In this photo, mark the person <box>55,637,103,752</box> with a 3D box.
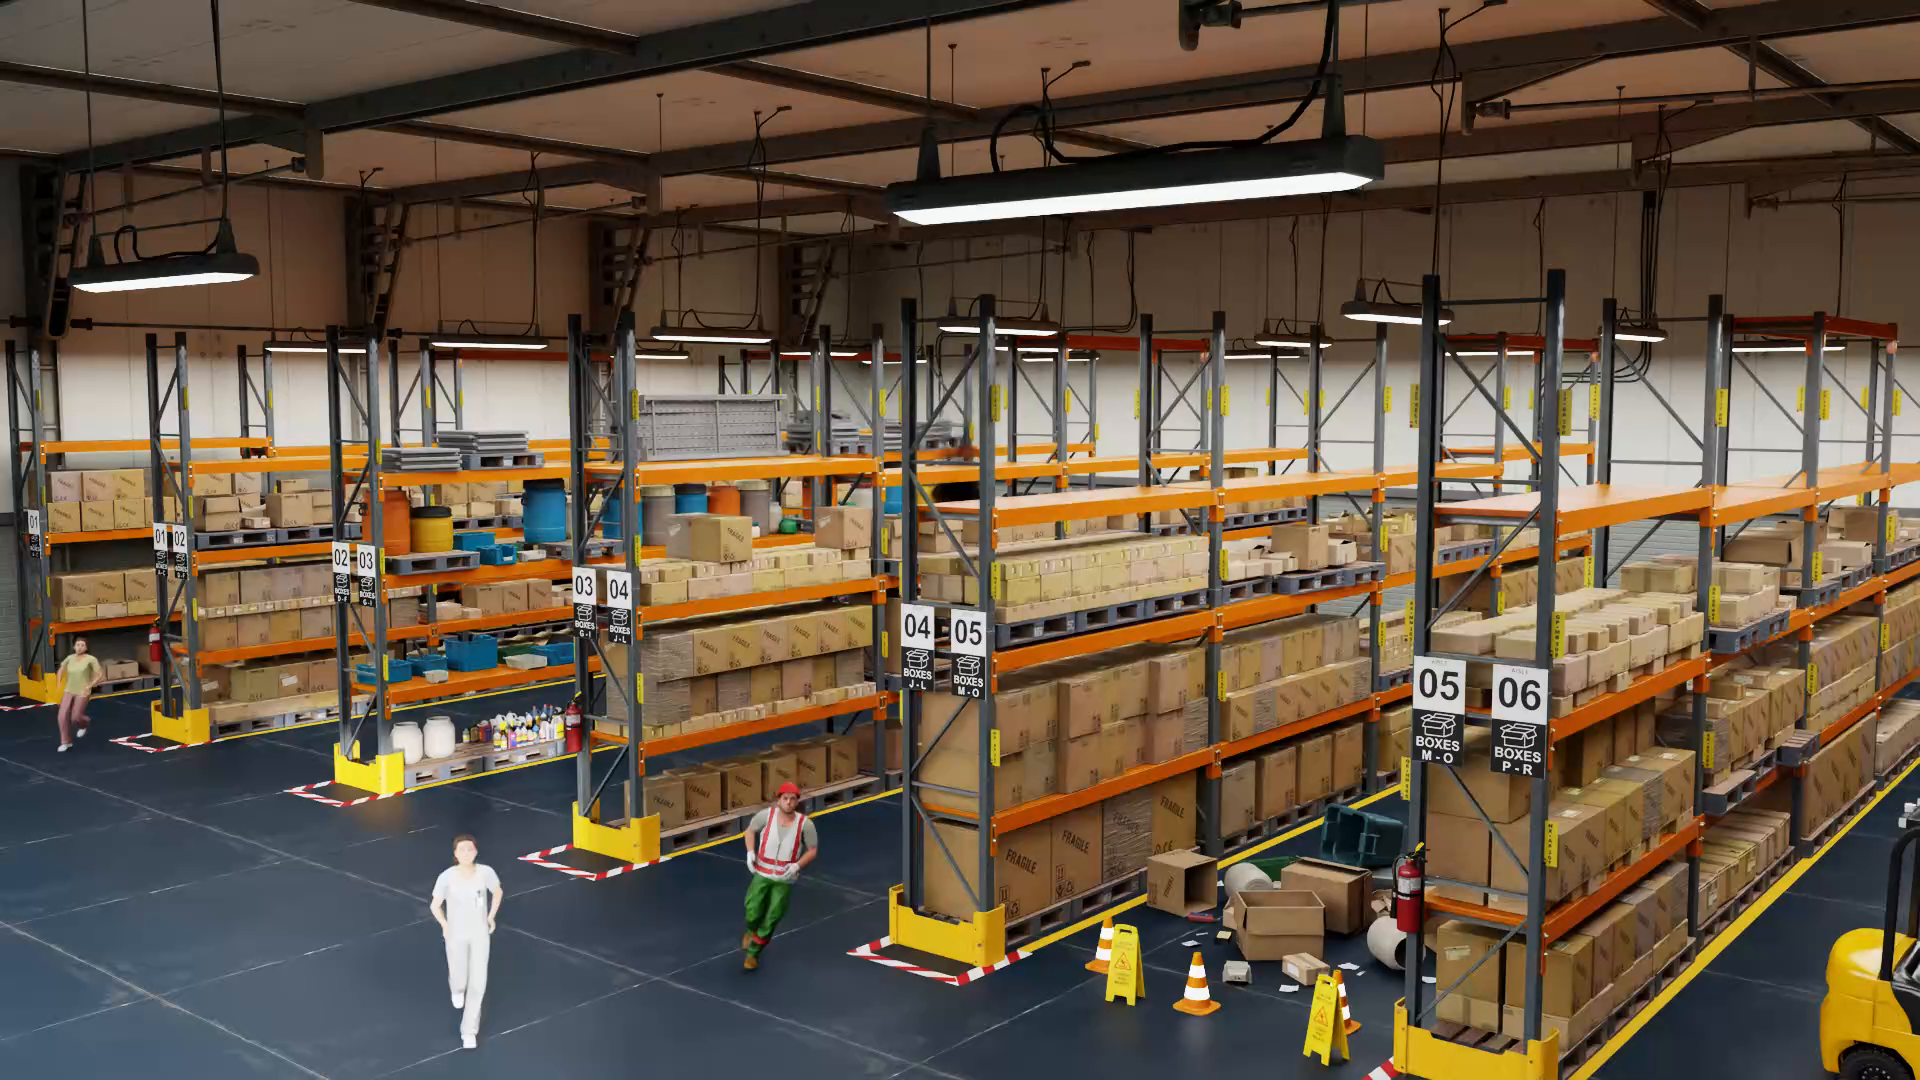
[{"bbox_3d":[-12.748,2.207,24.098,0.615,1.625,0.662,0,5,-5],"label":"person"}]

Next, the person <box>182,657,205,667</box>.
[{"bbox_3d":[-12.171,1.946,26.631,0.629,1.651,0.567,2,6,25],"label":"person"}]

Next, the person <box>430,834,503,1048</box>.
[{"bbox_3d":[-3.931,3.156,13.303,0.564,1.637,0.751,-2,6,-21],"label":"person"}]

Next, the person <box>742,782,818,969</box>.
[{"bbox_3d":[-1.625,2.981,14.870,0.721,1.690,0.606,0,5,0],"label":"person"}]
